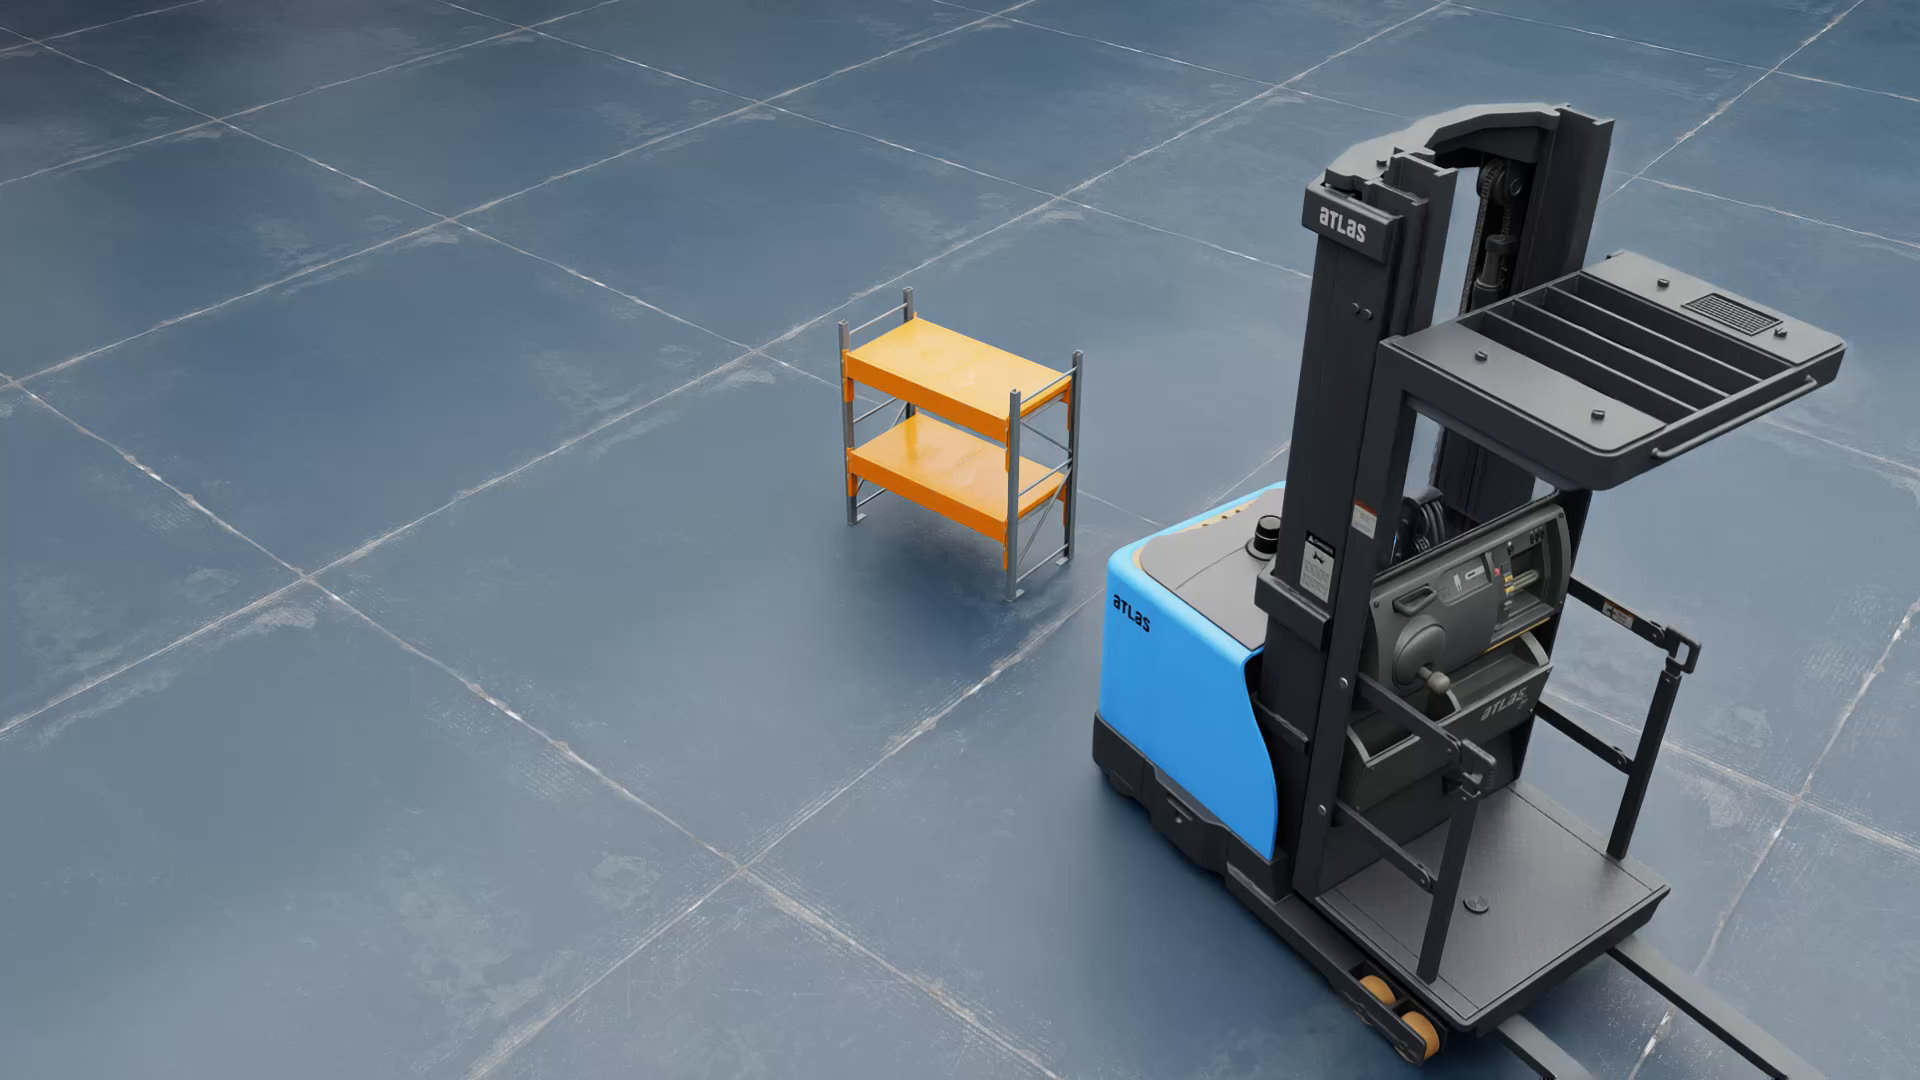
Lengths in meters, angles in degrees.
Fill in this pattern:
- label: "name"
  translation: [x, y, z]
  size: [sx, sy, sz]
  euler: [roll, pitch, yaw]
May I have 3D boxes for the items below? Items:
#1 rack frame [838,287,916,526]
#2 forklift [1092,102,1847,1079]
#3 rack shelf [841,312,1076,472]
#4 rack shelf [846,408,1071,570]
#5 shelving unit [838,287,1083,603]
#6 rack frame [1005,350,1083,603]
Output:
- label: "rack frame"
  translation: [-0.396, -0.650, 8.203]
  size: [0.032, 1.125, 0.500]
  euler: [25, 42, 32]
- label: "forklift"
  translation: [1.796, 0.255, 5.290]
  size: [1.130, 2.935, 3.031]
  euler: [-21, 40, -28]
- label: "rack shelf"
  translation: [-0.005, -0.707, 7.769]
  size: [1.000, 0.278, 0.538]
  euler: [25, 42, 32]
- label: "rack shelf"
  translation: [-0.005, -0.265, 8.074]
  size: [1.000, 0.278, 0.538]
  euler: [25, 42, 32]
- label: "shelving unit"
  translation: [-0.005, -0.466, 7.935]
  size: [1.048, 1.125, 0.538]
  euler: [25, 42, 32]
- label: "rack frame"
  translation: [0.385, -0.282, 7.667]
  size: [0.032, 1.125, 0.500]
  euler: [25, 42, 32]
